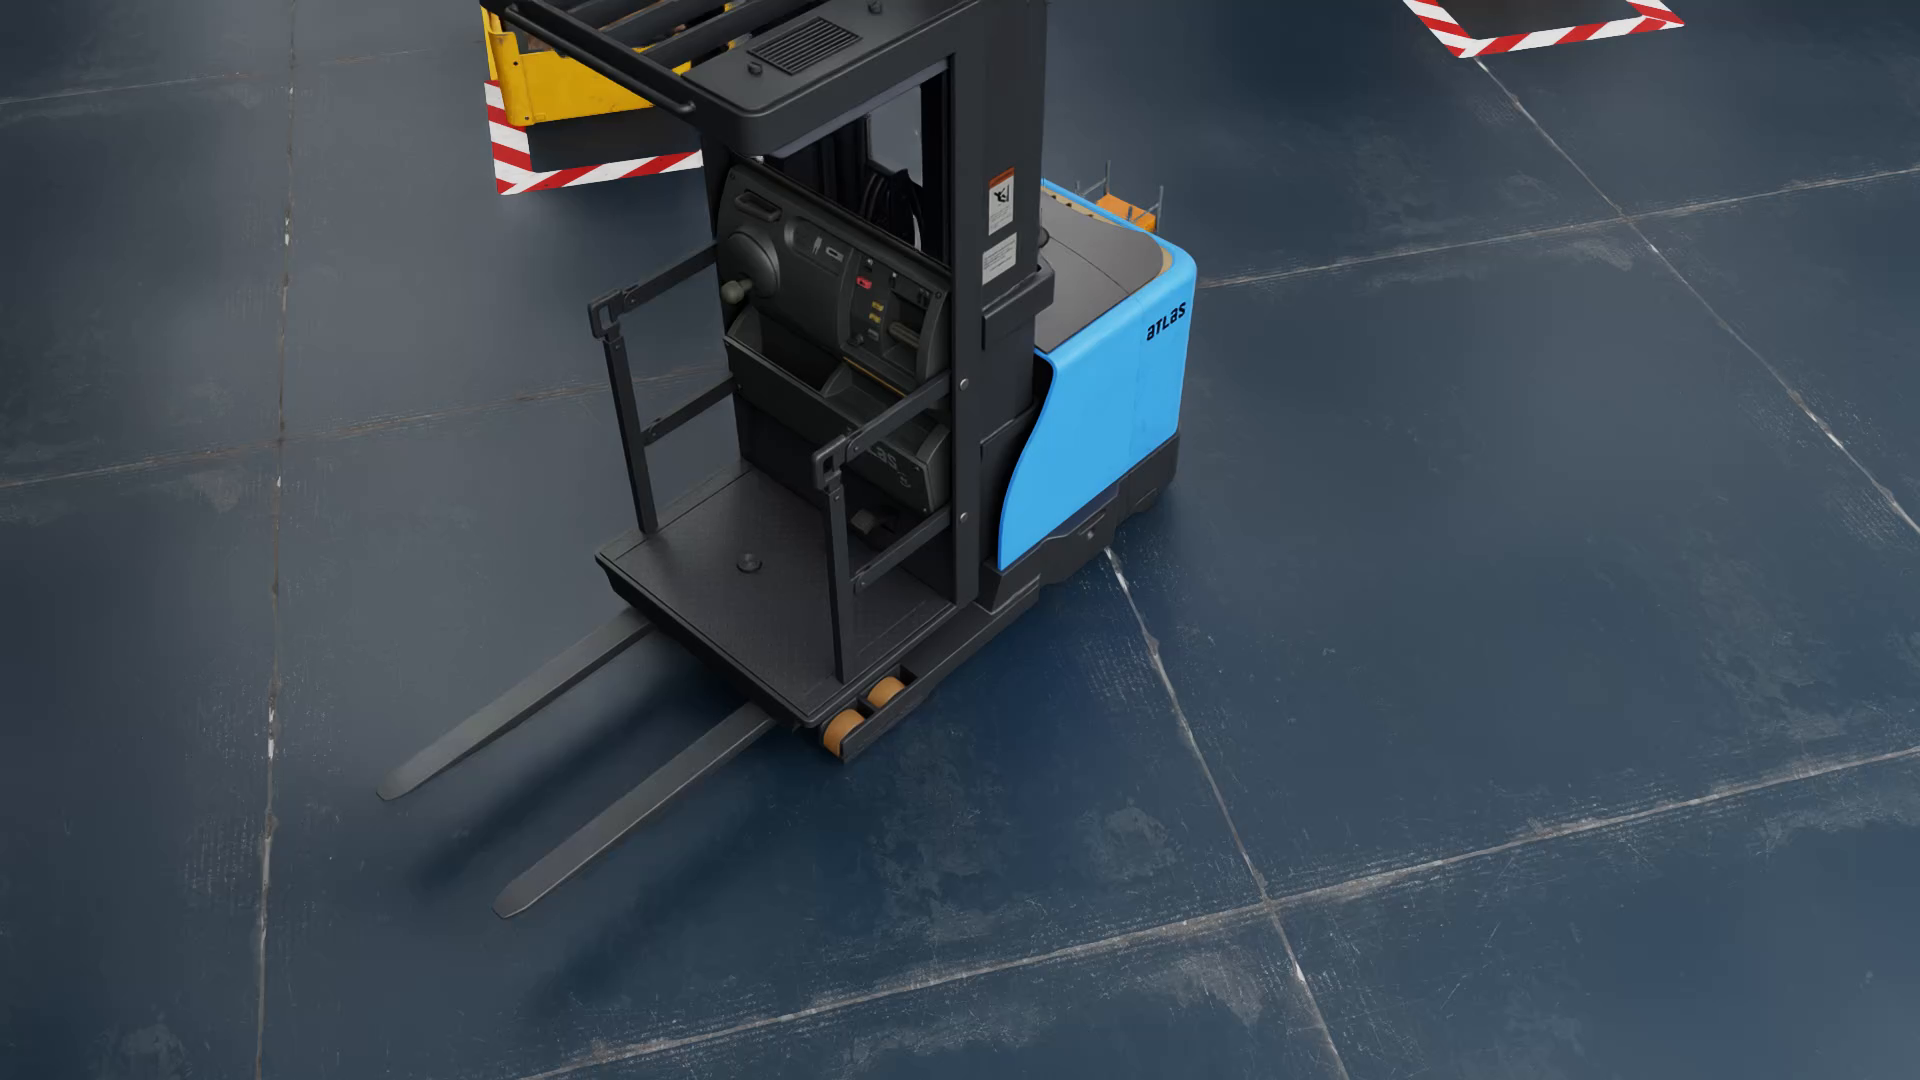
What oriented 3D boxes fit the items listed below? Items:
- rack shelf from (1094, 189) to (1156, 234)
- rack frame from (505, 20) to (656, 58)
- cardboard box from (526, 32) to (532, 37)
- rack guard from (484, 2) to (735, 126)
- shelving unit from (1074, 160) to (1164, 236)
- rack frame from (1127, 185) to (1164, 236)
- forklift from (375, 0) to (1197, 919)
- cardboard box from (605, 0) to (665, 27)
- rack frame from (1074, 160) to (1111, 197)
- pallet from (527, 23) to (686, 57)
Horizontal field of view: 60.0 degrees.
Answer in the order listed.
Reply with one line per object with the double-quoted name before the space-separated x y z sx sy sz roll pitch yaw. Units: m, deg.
"rack shelf" 0.576 -1.116 6.223 0.240 0.259 0.215 32 53 28
"rack frame" -1.725 -3.338 7.421 1.000 3.000 0.127 -11 47 -10
"cardboard box" -2.148 -2.838 8.563 0.500 0.250 0.500 -11 47 -10
"rack guard" -1.719 -2.446 8.297 1.175 0.500 0.348 -11 47 -10
"shelving unit" 0.572 -0.922 6.415 0.252 1.050 0.215 32 53 28
"rack frame" 0.664 -0.864 6.359 0.008 1.050 0.200 32 53 28
"forklift" -0.543 -0.714 4.898 1.130 2.935 3.031 34 54 29
"cardboard box" -1.648 -2.933 8.655 0.500 0.250 0.500 -11 47 -10
"rack frame" 0.481 -0.980 6.472 0.008 1.050 0.200 32 53 28
"pallet" -1.962 -2.882 8.926 1.003 0.211 1.213 -11 47 -10
